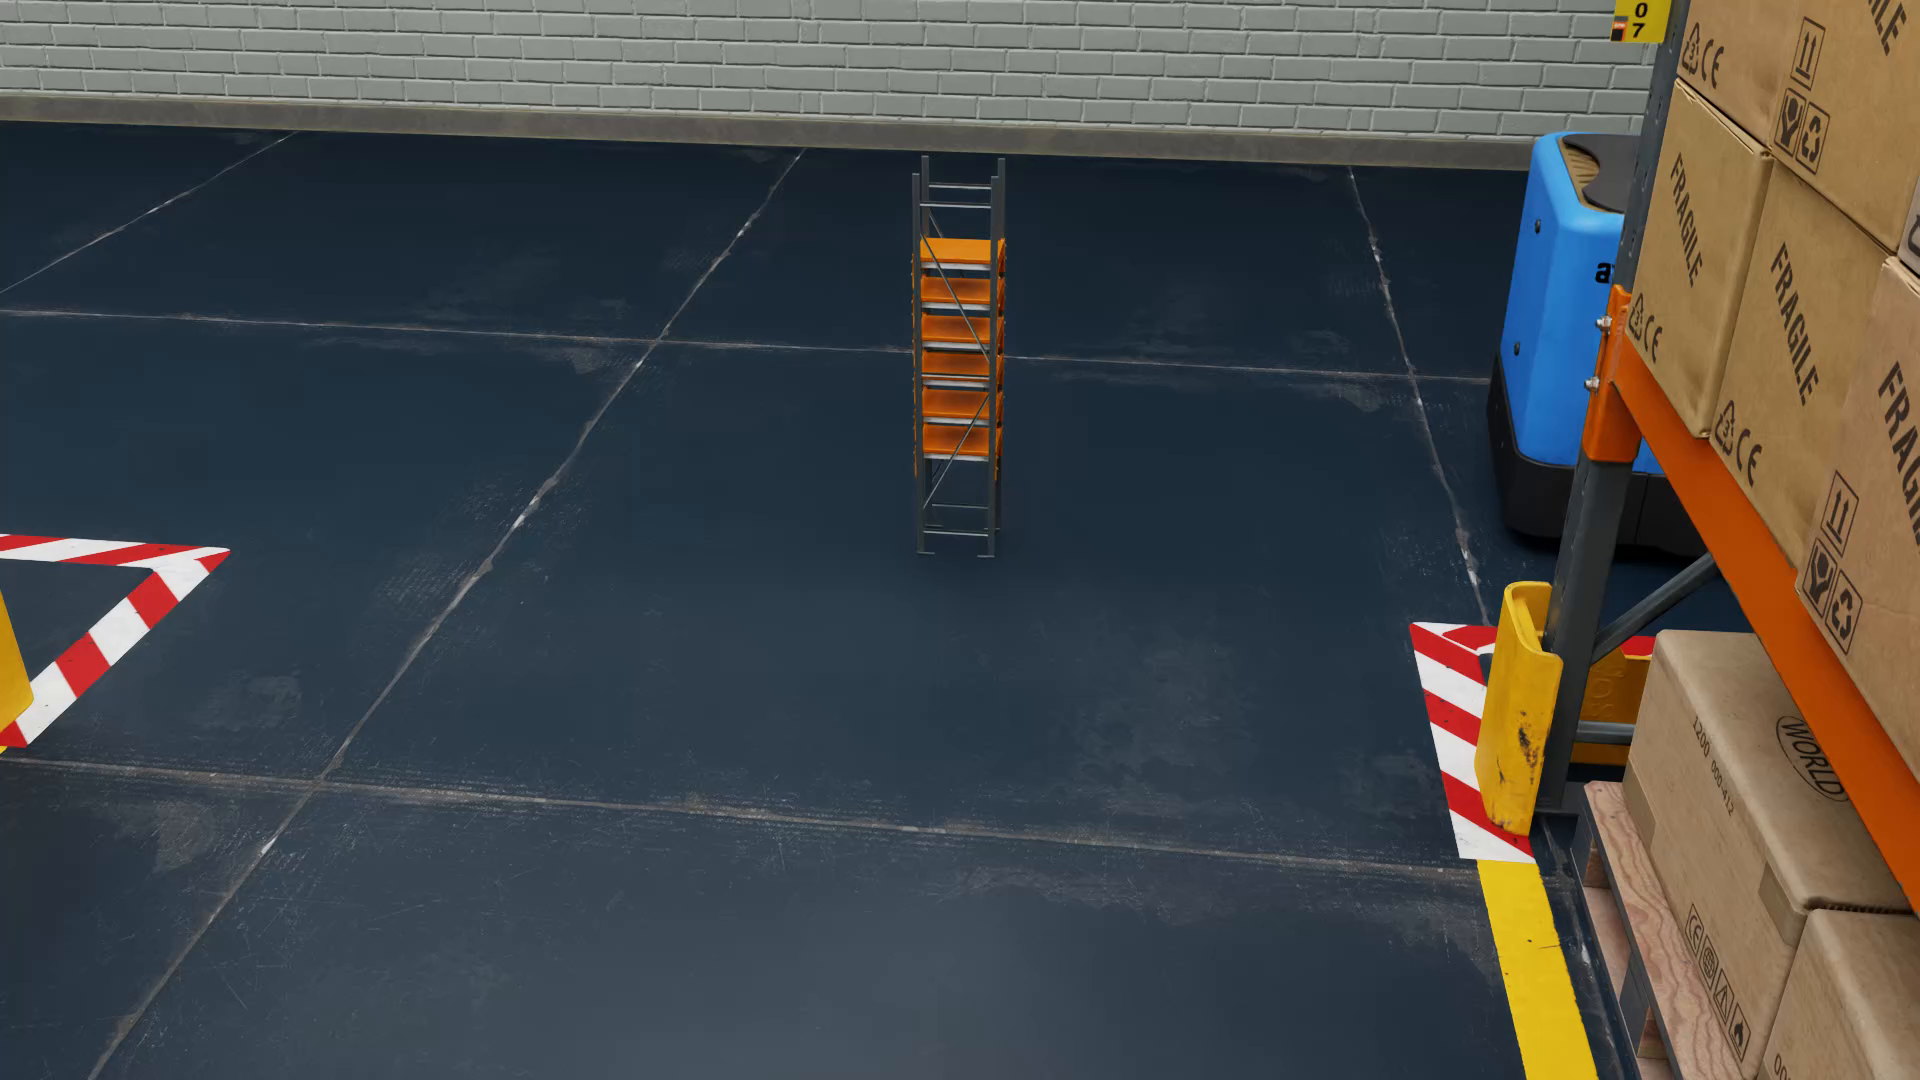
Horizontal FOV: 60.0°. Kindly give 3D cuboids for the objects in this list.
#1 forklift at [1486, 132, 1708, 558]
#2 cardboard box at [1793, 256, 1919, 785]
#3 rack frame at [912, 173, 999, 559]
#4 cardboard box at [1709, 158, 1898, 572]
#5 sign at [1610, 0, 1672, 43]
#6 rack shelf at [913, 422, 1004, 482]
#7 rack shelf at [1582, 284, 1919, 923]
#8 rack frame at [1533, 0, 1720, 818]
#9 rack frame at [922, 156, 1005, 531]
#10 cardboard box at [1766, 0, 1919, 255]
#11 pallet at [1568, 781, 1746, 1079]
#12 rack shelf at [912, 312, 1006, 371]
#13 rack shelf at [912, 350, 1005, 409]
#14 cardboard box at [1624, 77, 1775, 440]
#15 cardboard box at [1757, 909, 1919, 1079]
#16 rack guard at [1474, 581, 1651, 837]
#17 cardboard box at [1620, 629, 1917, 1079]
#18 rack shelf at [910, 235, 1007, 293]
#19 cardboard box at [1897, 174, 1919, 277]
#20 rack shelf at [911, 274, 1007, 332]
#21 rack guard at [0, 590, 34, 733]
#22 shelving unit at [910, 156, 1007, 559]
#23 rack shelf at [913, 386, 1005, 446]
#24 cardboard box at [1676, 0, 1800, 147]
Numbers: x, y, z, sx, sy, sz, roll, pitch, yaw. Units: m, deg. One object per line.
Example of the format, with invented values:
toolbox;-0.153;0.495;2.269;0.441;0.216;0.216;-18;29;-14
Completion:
forklift;3.273;-1.338;4.643;3.031;2.935;1.130;6;29;11
cardboard box;1.405;-0.015;2.010;0.500;0.500;0.500;3;28;6
rack frame;-0.013;-0.478;4.873;0.240;1.200;0.006;3;28;6
cardboard box;1.485;-0.254;2.453;0.500;0.500;0.500;3;28;5
sign;1.313;-1.110;3.151;0.100;0.325;0.005;3;28;6
rack shelf;-0.002;-0.271;5.088;0.258;0.103;0.180;3;28;6
rack shelf;1.618;0.600;1.733;1.077;0.370;4.000;3;28;6
rack frame;1.863;-0.658;3.310;1.000;3.000;0.127;3;28;6
rack frame;0.009;-0.564;5.033;0.240;1.200;0.006;3;28;6
cardboard box;1.465;-0.690;2.208;0.500;0.500;0.500;3;28;5
pallet;1.842;0.950;3.264;1.003;0.211;1.213;3;28;6
rack shelf;-0.002;-0.588;4.917;0.258;0.103;0.180;3;28;6
rack shelf;-0.002;-0.482;4.974;0.258;0.103;0.180;3;28;6
cardboard box;1.519;-0.493;2.898;0.500;0.500;0.500;3;28;6
cardboard box;1.777;1.032;2.430;0.875;0.438;0.875;4;29;8
rack guard;1.866;0.431;3.923;1.175;0.500;0.348;3;28;6
cardboard box;1.881;0.601;3.230;0.875;0.438;0.875;2;28;4
rack shelf;-0.002;-0.799;4.803;0.258;0.103;0.180;3;28;6
cardboard box;1.410;-0.447;1.757;0.500;0.500;0.500;3;28;6
rack shelf;-0.002;-0.694;4.860;0.258;0.103;0.180;3;28;6
rack guard;-3.072;0.238;4.282;1.175;0.500;0.348;3;28;6
shelving unit;-0.002;-0.521;4.953;0.258;1.200;0.189;3;28;6
rack shelf;-0.002;-0.377;5.031;0.258;0.103;0.180;3;28;6
cardboard box;1.521;-0.933;2.660;0.500;0.500;0.500;3;28;5
